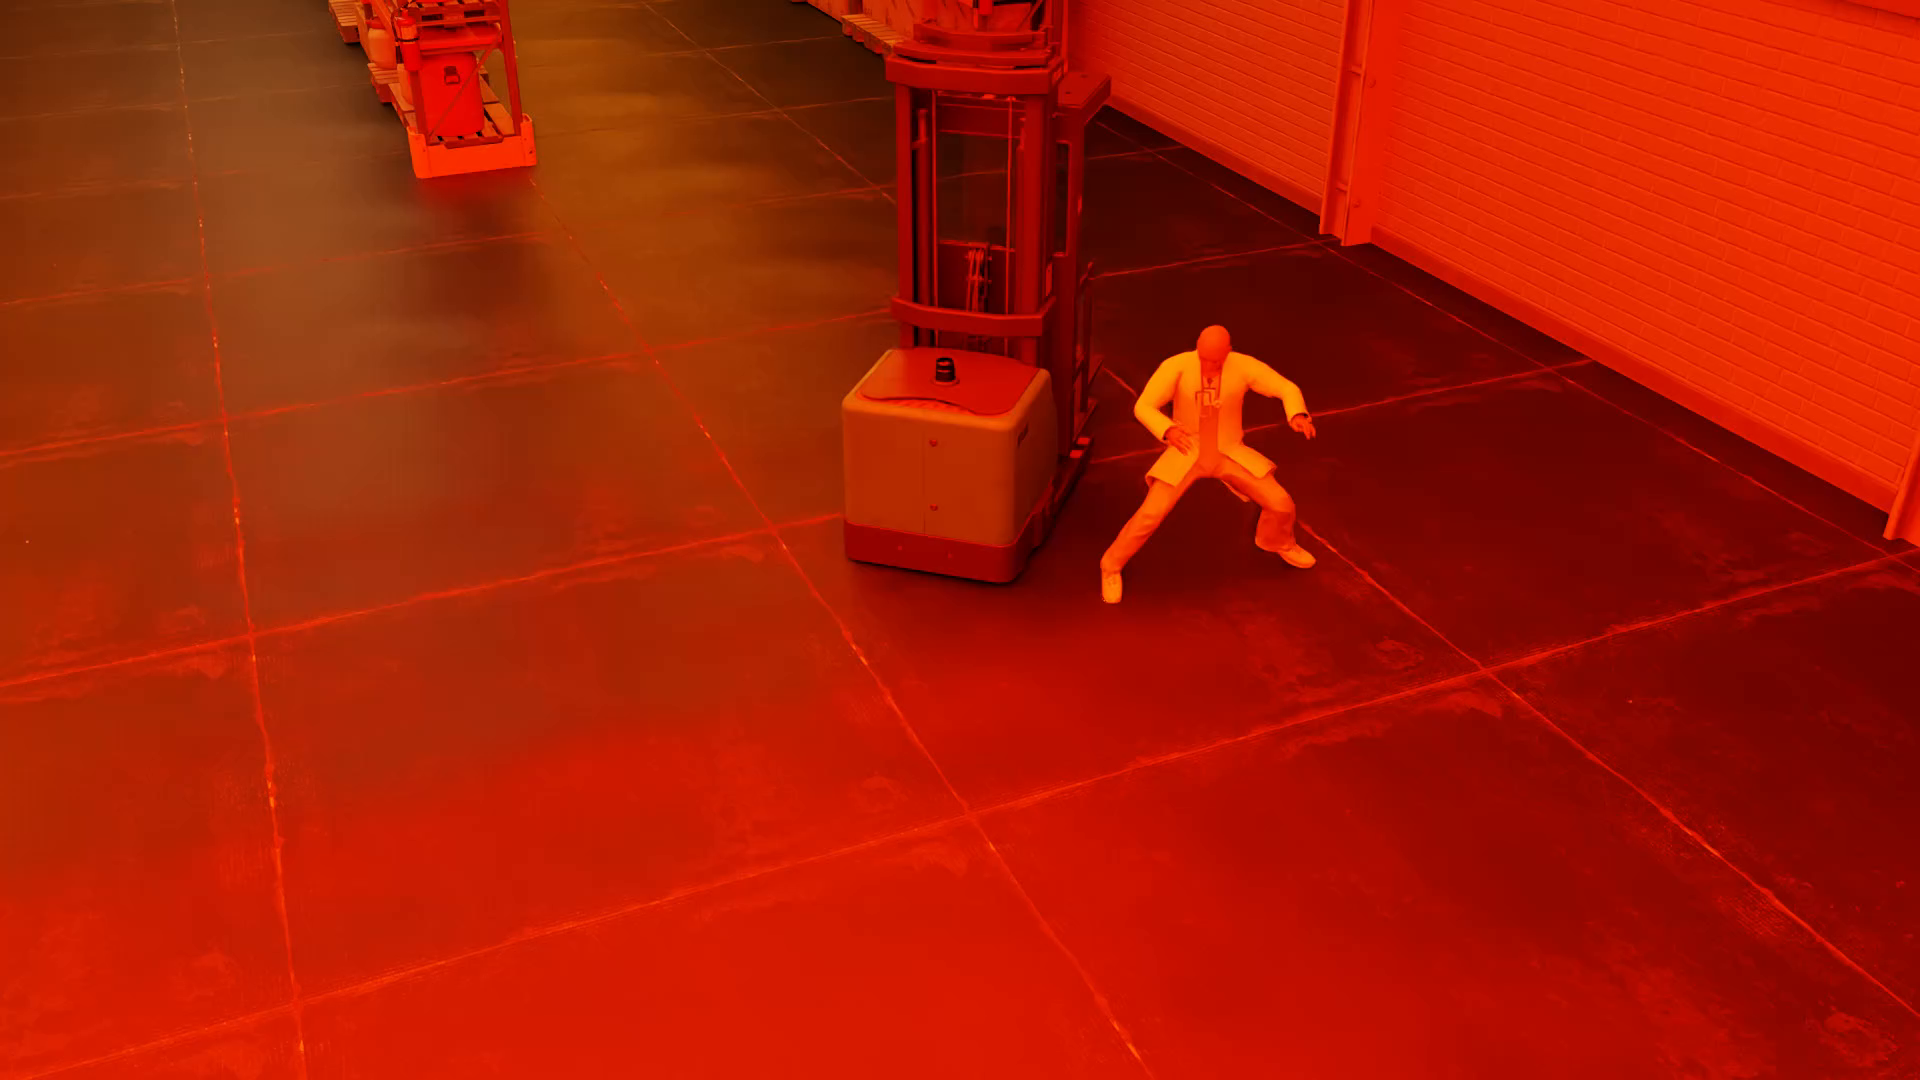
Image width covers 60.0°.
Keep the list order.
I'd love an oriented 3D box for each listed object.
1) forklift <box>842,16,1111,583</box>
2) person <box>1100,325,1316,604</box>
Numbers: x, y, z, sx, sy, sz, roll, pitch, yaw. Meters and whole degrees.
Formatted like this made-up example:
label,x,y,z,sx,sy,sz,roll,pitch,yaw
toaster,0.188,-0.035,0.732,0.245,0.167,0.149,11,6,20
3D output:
label,x,y,z,sx,sy,sz,roll,pitch,yaw
forklift,0.253,-1.745,10.172,1.130,2.935,3.031,9,31,15
person,1.441,-0.441,9.300,1.250,1.558,0.702,3,30,5
